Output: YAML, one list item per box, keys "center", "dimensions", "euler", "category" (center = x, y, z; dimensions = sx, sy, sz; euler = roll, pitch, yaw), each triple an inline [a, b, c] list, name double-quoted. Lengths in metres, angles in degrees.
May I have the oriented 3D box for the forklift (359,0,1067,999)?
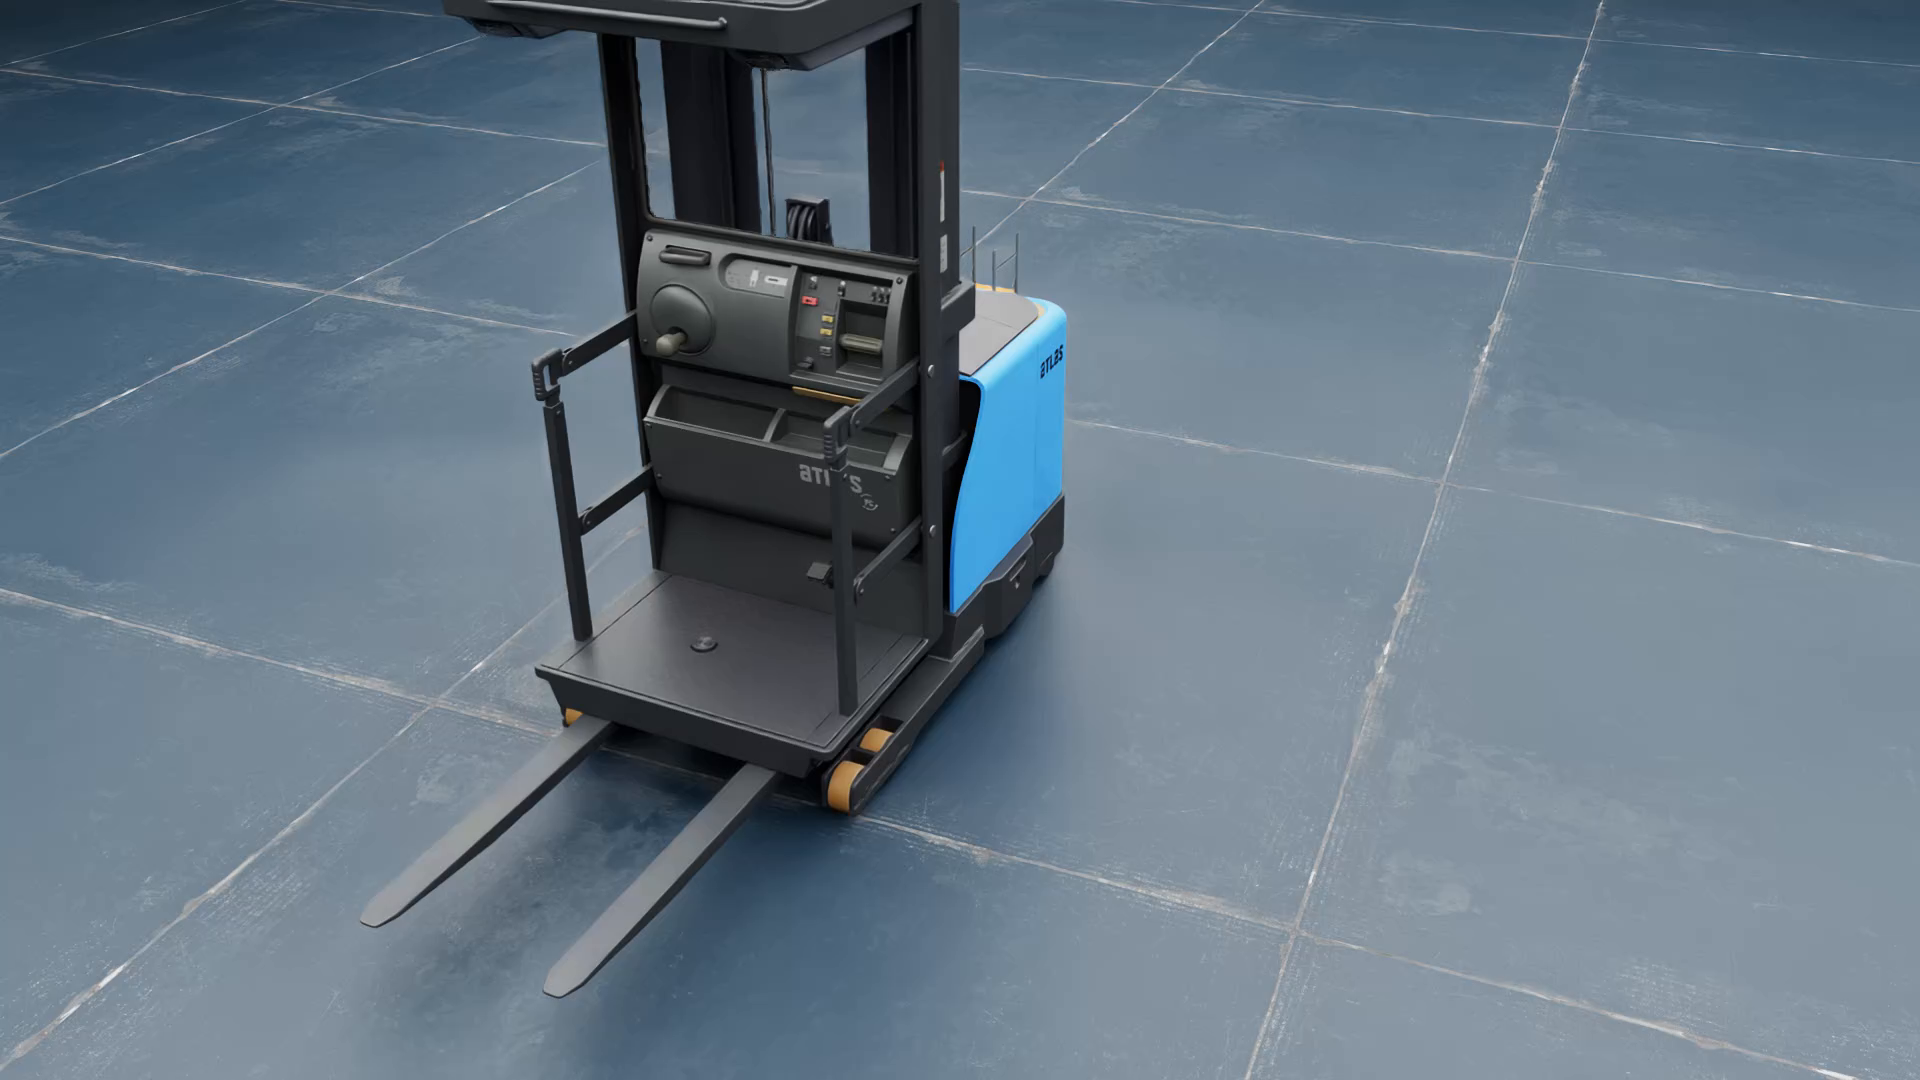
- center: [-0.676, -0.660, 4.938]
  dimensions: [1.130, 2.935, 3.031]
  euler: [13, 32, 22]
  category: "forklift"

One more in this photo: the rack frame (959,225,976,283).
- center: [0.008, -0.652, 6.684]
  dimensions: [0.006, 1.200, 0.240]
  euler: [13, 32, 22]
  category: "rack frame"

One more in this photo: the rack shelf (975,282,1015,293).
- center: [0.091, -0.908, 6.495]
  dimensions: [0.180, 0.103, 0.258]
  euler: [13, 32, 22]
  category: "rack shelf"

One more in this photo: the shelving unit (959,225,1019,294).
- center: [0.091, -0.633, 6.650]
  dimensions: [0.189, 1.200, 0.258]
  euler: [13, 32, 22]
  category: "shelving unit"

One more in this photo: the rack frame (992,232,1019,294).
- center: [0.174, -0.614, 6.616]
  dimensions: [0.006, 1.200, 0.240]
  euler: [13, 32, 22]
  category: "rack frame"
